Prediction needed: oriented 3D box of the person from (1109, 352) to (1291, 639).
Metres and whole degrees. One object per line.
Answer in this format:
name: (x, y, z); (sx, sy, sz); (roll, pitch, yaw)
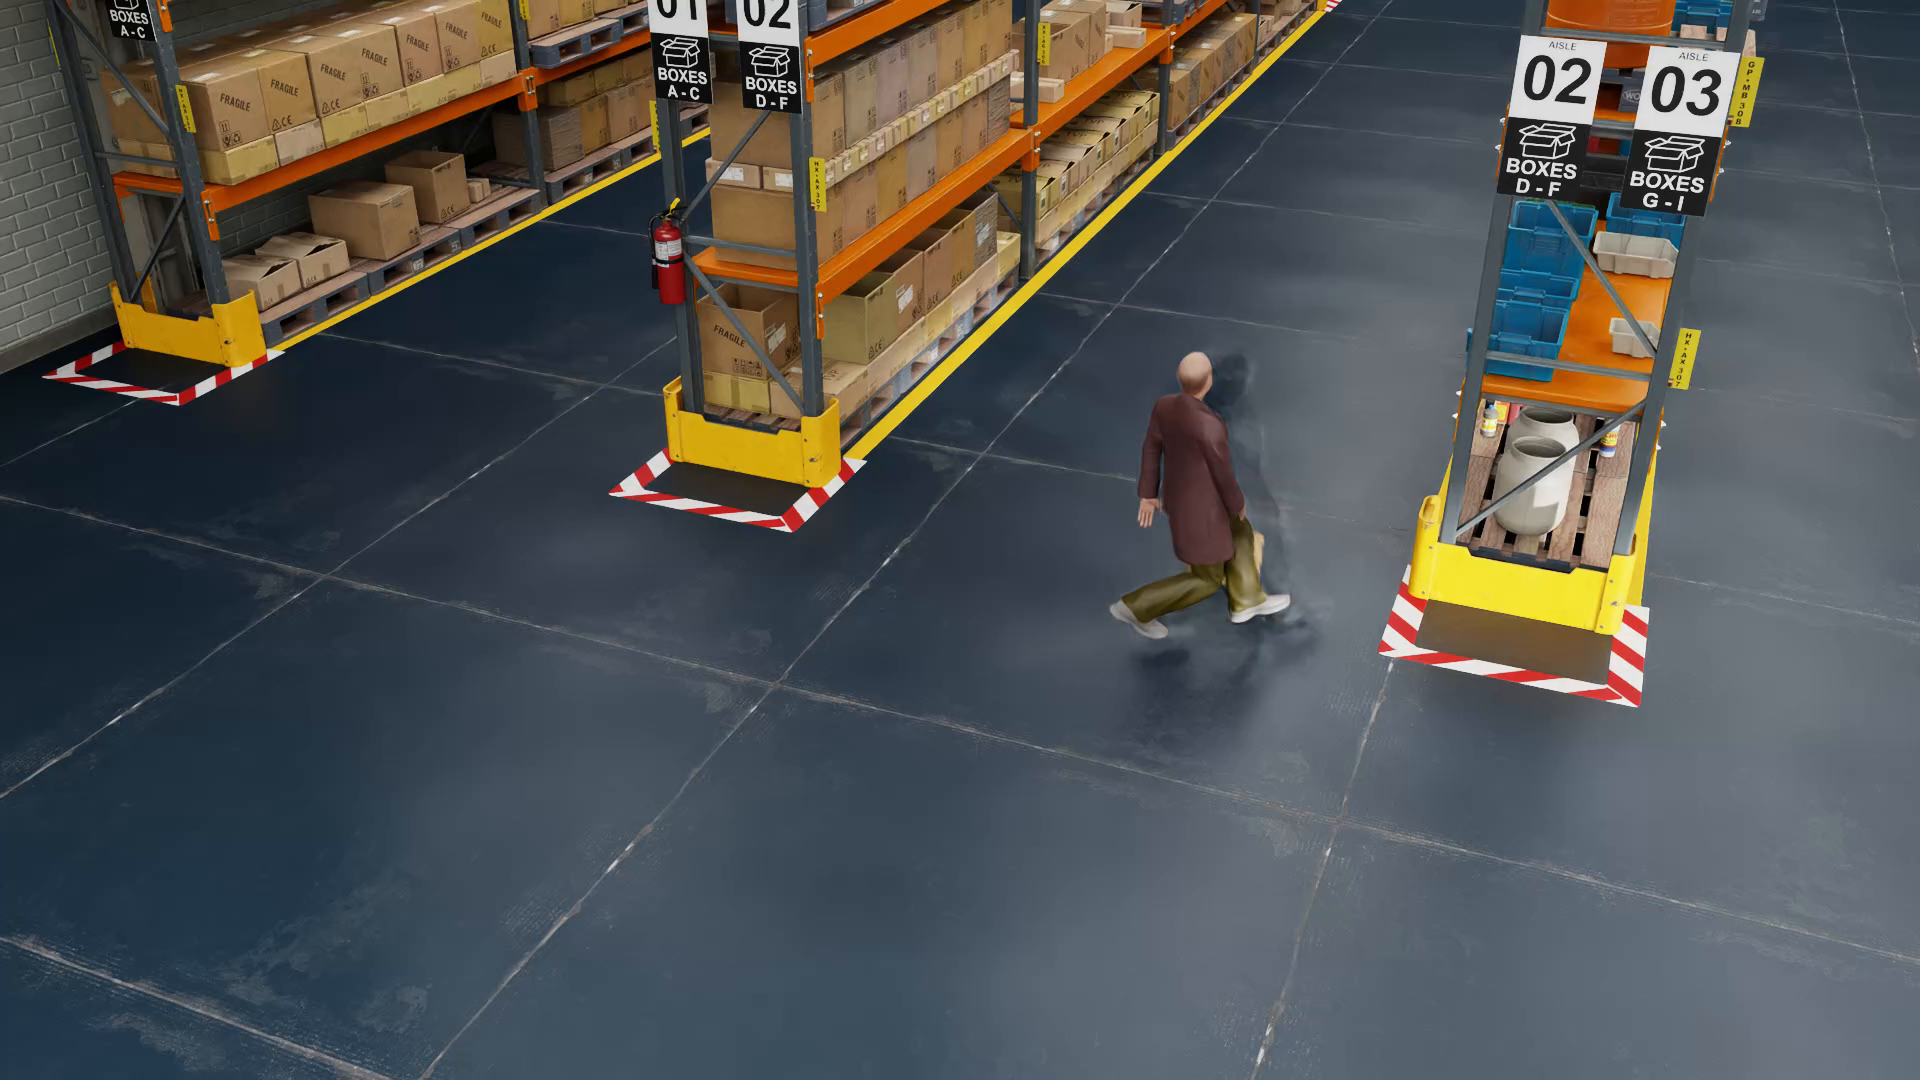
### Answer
person: (1.332, -0.150, 8.970); (1.118, 1.449, 0.562); (-8, 30, -15)
